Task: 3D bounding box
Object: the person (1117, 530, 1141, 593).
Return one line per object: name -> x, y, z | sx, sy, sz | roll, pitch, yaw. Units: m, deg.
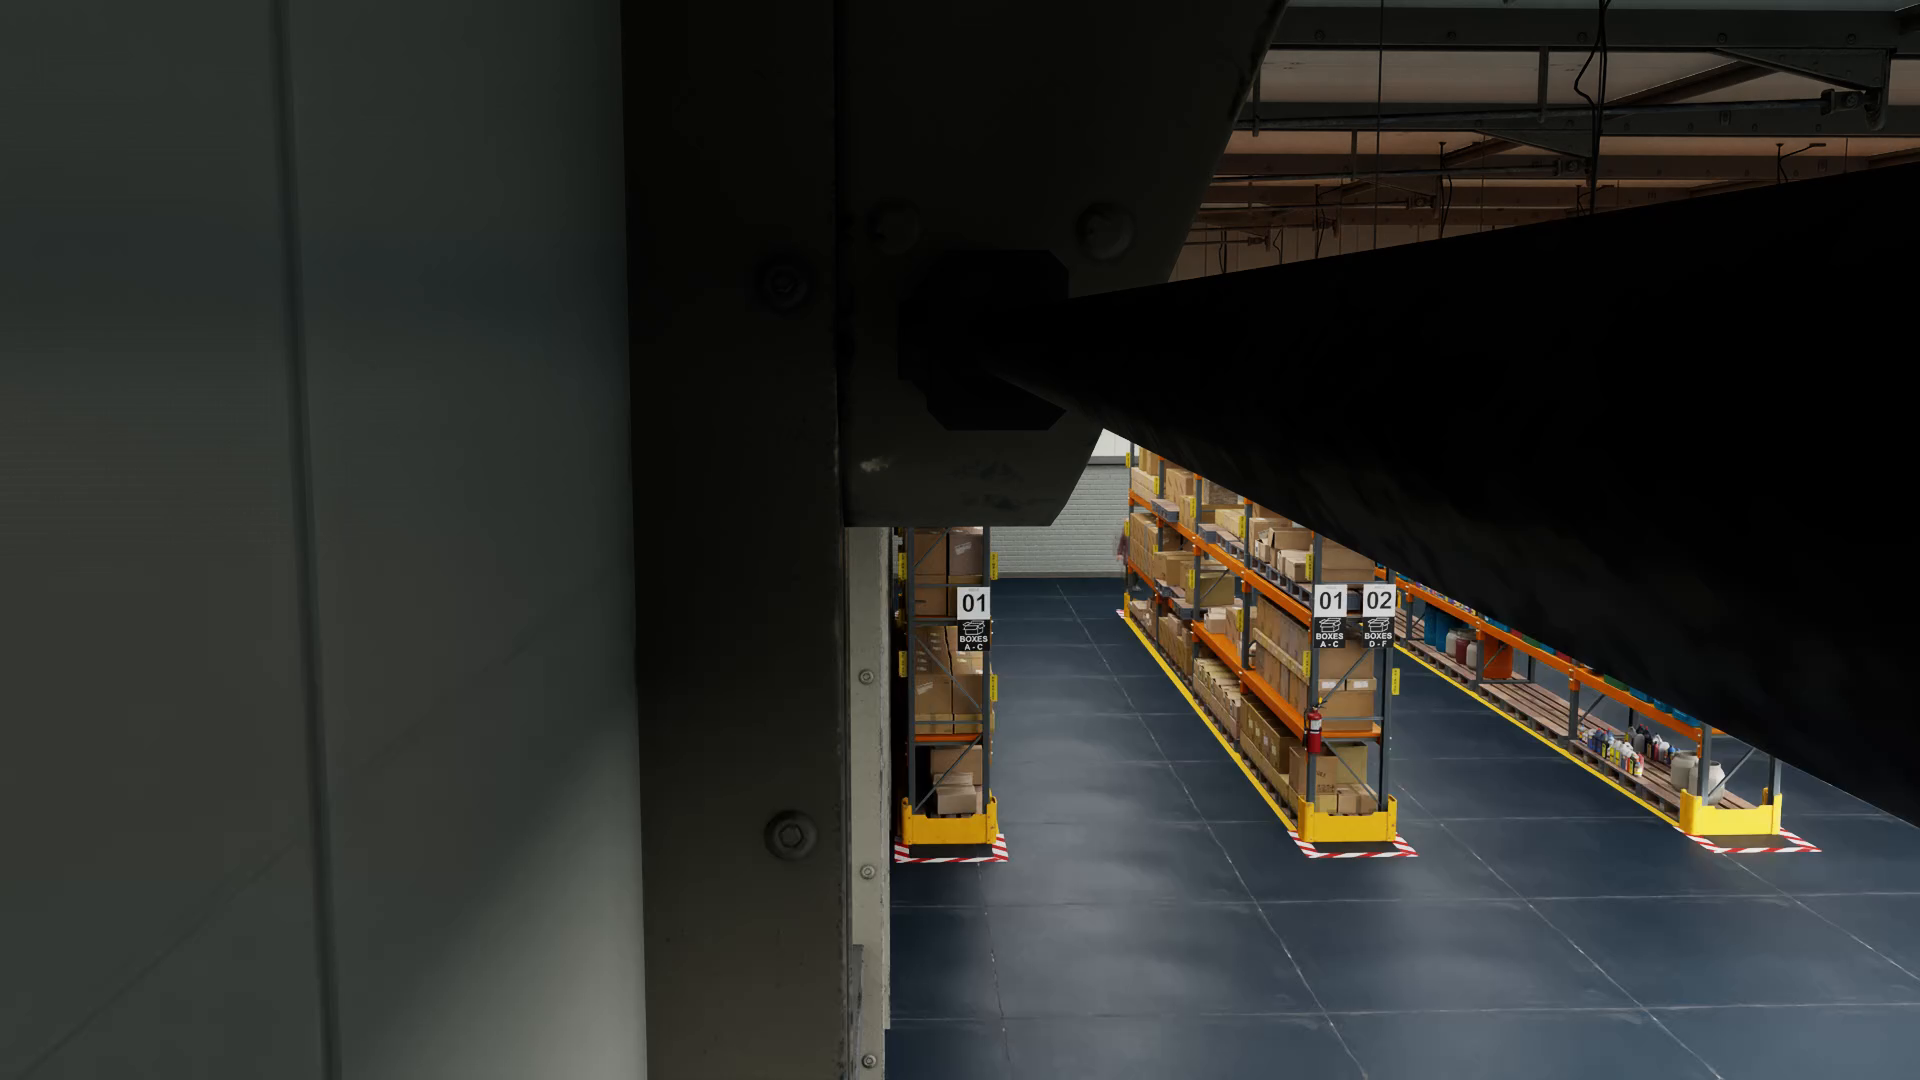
person -> 4.107, 0.429, 39.631 | 0.635, 1.695, 0.540 | -3, 8, -19
